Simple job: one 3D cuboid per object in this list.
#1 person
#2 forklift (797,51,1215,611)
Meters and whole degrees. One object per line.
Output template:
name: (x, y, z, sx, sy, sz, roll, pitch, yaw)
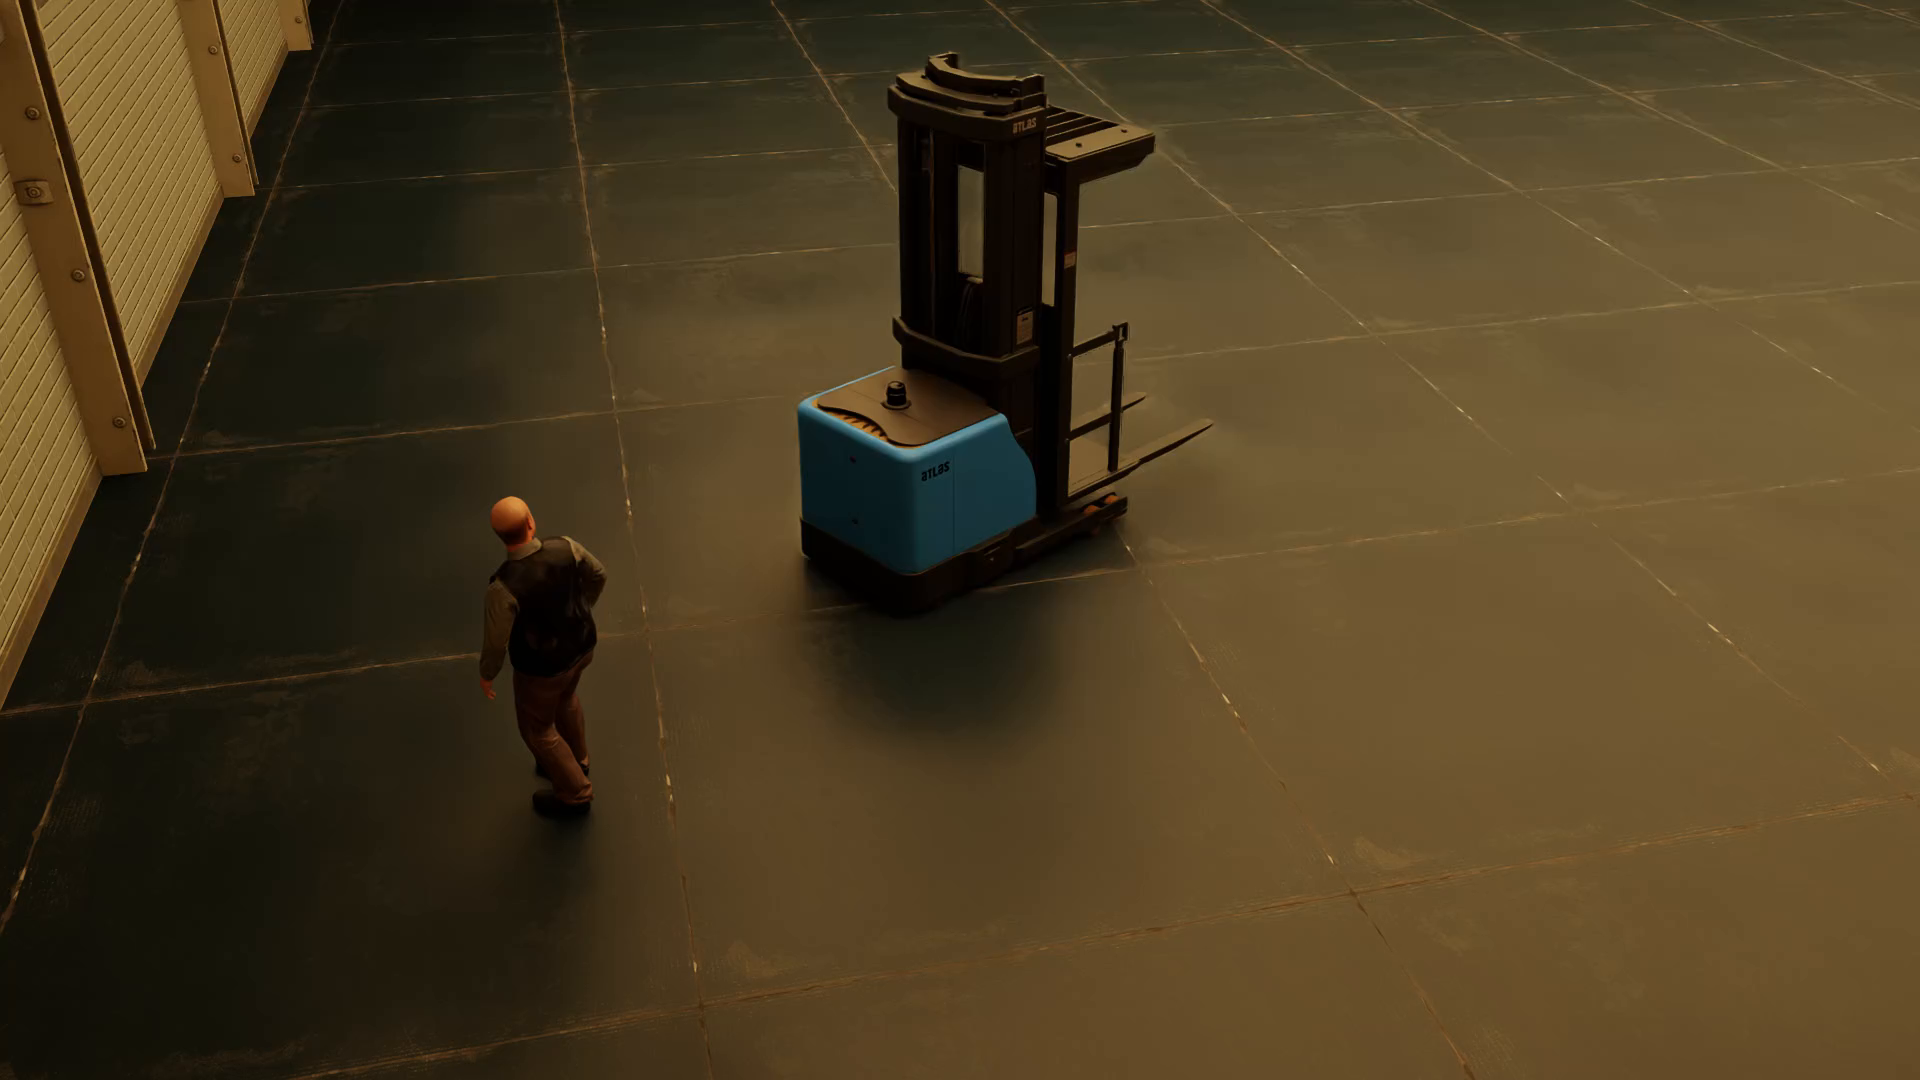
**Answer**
person: (-2.016, 0.542, 7.869, 0.512, 1.703, 0.726, 15, 33, 23)
forklift: (0.435, -1.489, 10.146, 3.031, 2.935, 1.130, -26, 39, -37)
